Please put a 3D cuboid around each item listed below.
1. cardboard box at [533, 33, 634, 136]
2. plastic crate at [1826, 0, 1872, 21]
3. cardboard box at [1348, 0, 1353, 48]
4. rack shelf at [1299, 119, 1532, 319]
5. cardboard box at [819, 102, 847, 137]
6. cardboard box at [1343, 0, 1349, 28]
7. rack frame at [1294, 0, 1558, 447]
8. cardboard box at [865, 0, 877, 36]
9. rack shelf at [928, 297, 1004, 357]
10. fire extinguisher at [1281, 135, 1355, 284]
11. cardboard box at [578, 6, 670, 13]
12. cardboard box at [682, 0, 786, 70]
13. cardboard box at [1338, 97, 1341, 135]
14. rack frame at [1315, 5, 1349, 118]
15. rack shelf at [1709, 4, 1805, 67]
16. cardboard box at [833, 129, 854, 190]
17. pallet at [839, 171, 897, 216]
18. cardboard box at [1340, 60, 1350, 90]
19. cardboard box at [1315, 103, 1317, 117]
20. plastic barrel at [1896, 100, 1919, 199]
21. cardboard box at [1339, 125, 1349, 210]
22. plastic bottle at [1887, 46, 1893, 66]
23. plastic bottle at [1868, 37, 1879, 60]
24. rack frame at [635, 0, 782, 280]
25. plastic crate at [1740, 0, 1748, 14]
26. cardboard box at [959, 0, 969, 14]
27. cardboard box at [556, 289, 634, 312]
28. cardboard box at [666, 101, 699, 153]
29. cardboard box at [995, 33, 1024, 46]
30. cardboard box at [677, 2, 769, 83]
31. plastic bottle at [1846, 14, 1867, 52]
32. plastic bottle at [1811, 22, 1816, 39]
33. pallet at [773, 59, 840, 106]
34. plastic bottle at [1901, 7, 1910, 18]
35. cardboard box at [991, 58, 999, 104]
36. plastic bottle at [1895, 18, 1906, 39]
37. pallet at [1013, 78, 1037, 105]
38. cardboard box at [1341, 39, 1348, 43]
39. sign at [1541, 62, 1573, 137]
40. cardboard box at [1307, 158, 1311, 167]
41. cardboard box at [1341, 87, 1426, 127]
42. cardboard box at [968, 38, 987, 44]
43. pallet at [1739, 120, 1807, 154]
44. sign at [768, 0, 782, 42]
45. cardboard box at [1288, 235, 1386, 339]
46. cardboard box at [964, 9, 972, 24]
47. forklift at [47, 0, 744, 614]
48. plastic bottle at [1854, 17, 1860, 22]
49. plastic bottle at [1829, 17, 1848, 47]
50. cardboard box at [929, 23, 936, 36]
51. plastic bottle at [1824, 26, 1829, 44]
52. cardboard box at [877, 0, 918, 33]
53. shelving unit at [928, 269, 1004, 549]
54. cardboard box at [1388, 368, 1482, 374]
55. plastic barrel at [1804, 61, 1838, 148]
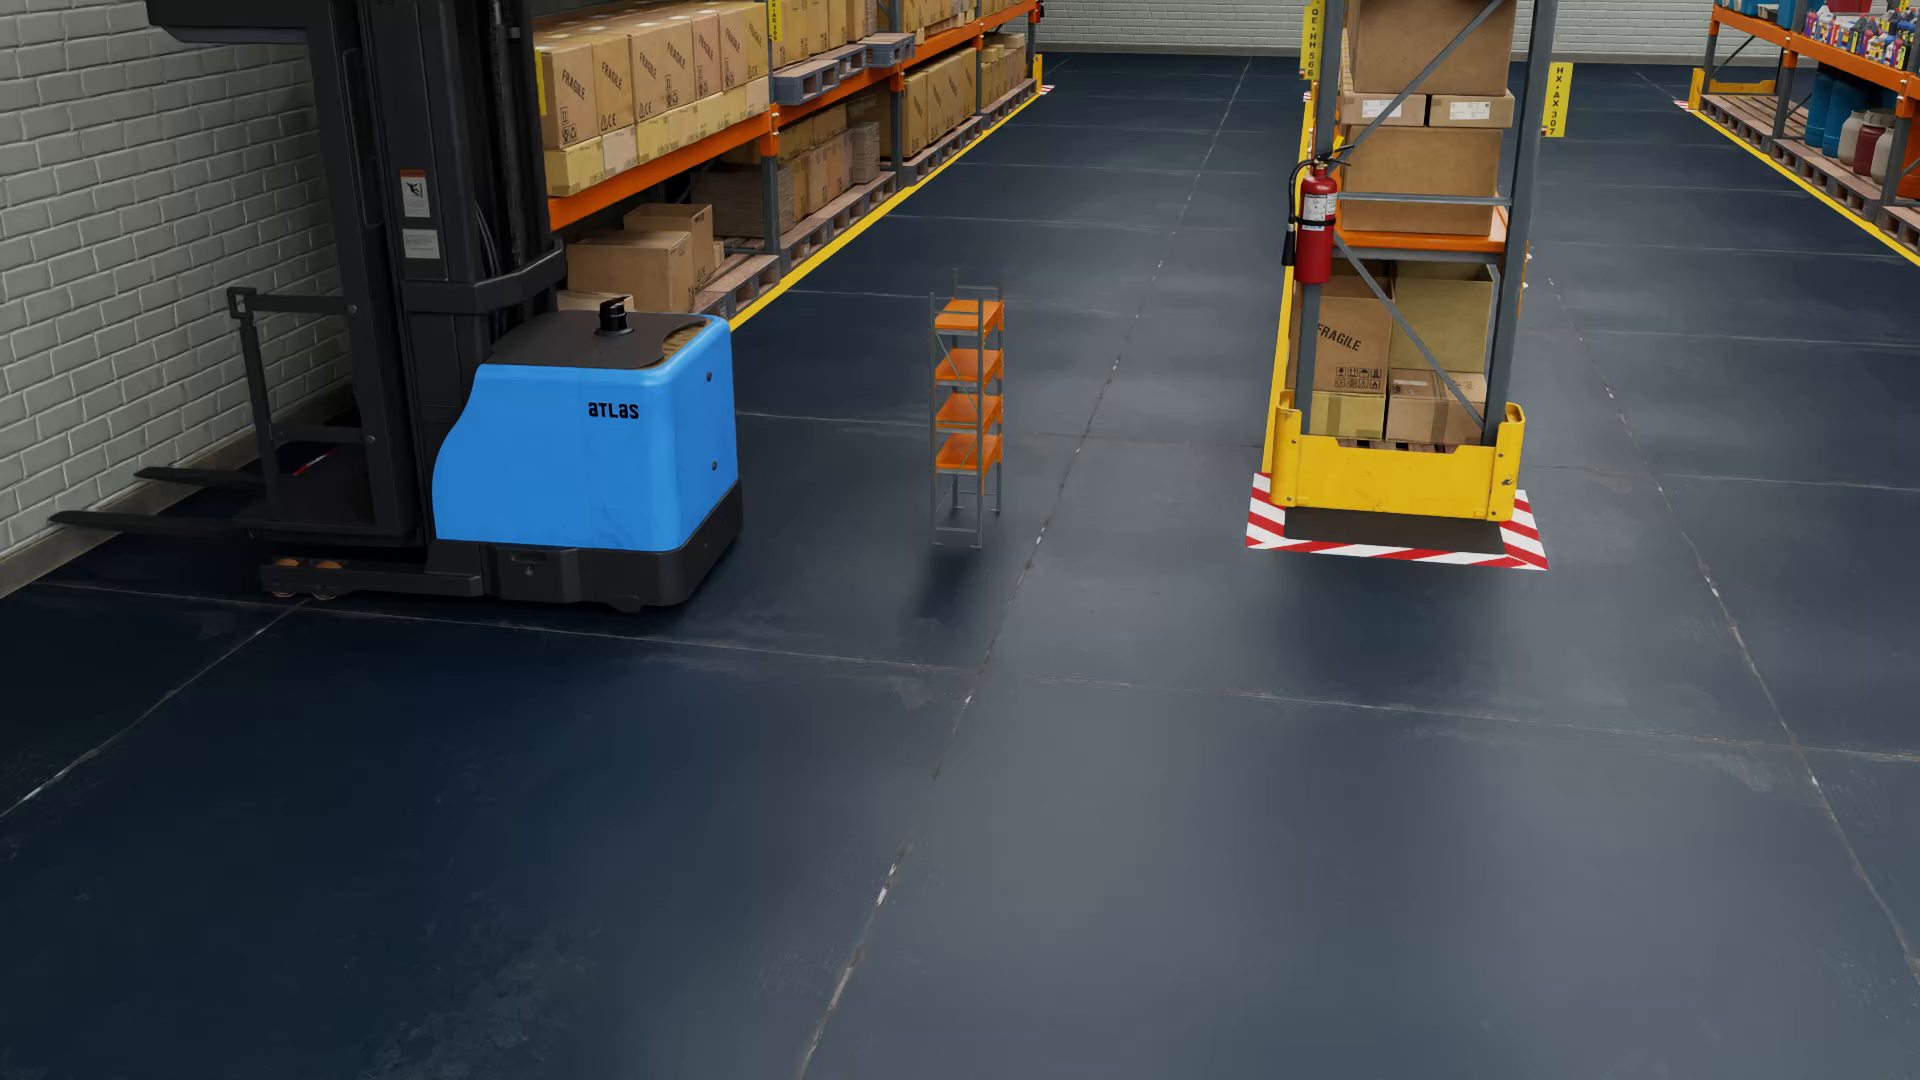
[{"bbox_3d":[-2.197,-2.588,9.435,0.500,0.500,0.500,5,22,11],"label":"cardboard box"},{"bbox_3d":[9.876,-5.967,18.490,0.402,0.464,0.583,4,22,11],"label":"plastic crate"},{"bbox_3d":[2.679,-3.173,9.847,0.700,0.500,0.500,4,22,11],"label":"cardboard box"},{"bbox_3d":[2.560,-1.991,9.744,1.077,0.370,4.000,4,22,11],"label":"rack shelf"},{"bbox_3d":[-1.340,-3.816,15.068,0.500,0.250,0.500,5,22,12],"label":"cardboard box"},{"bbox_3d":[3.802,-4.999,15.554,0.700,0.500,0.500,-3,22,-7],"label":"cardboard box"},{"bbox_3d":[2.151,-1.593,7.793,1.000,3.000,0.127,4,22,11],"label":"rack frame"},{"bbox_3d":[-1.153,-4.973,15.463,0.700,0.500,0.500,2,22,5],"label":"cardboard box"},{"bbox_3d":[0.034,-0.982,7.633,0.258,0.148,0.480,4,22,11],"label":"rack shelf"},{"bbox_3d":[1.673,-1.549,7.788,0.296,0.674,0.183,4,22,11],"label":"fire extinguisher"},{"bbox_3d":[-2.292,-3.375,11.388,0.500,0.500,0.500,4,22,11],"label":"cardboard box"},{"bbox_3d":[-1.745,-3.866,12.715,0.700,0.500,0.500,5,22,11],"label":"cardboard box"},{"bbox_3d":[2.883,-2.939,11.003,0.700,0.500,0.500,4,22,10],"label":"cardboard box"},{"bbox_3d":[3.784,-4.519,15.058,1.000,3.000,0.127,4,22,11],"label":"rack frame"},{"bbox_3d":[9.857,-6.000,19.700,1.077,0.370,4.000,4,22,11],"label":"rack shelf"},{"bbox_3d":[-1.381,-3.493,15.268,0.700,0.500,0.500,4,22,11],"label":"cardboard box"},{"bbox_3d":[-1.227,-3.316,15.804,1.003,0.211,1.213,4,22,11],"label":"pallet"},{"bbox_3d":[2.306,-2.568,9.213,0.380,0.149,0.250,5,22,12],"label":"cardboard box"},{"bbox_3d":[3.952,-4.305,17.284,0.500,0.500,0.500,4,22,9],"label":"cardboard box"},{"bbox_3d":[8.715,-3.508,14.892,0.600,0.830,0.708,4,22,11],"label":"plastic barrel"},{"bbox_3d":[2.362,-2.001,8.674,0.700,0.500,0.500,5,22,12],"label":"cardboard box"},{"bbox_3d":[8.386,-4.353,14.913,0.097,0.201,0.097,0,22,0],"label":"plastic bottle"},{"bbox_3d":[8.505,-4.567,15.444,0.097,0.201,0.097,0,22,0],"label":"plastic bottle"},{"bbox_3d":[-1.883,-3.432,12.360,1.000,3.000,0.127,4,22,11],"label":"rack frame"},{"bbox_3d":[9.623,-6.469,20.044,0.416,0.233,0.300,4,22,11],"label":"plastic crate"},{"bbox_3d":[-0.192,-6.176,18.615,0.500,0.500,0.500,5,22,11],"label":"cardboard box"},{"bbox_3d":[-2.353,-1.381,10.277,0.500,0.311,0.500,6,23,15],"label":"cardboard box"},{"bbox_3d":[-1.981,-2.625,10.529,0.500,0.250,0.500,5,22,11],"label":"cardboard box"},{"bbox_3d":[0.673,-6.832,22.719,0.380,0.149,0.250,4,22,10],"label":"cardboard box"},{"bbox_3d":[-1.676,-3.523,11.756,0.500,0.500,0.500,4,22,11],"label":"cardboard box"},{"bbox_3d":[8.669,-4.887,16.038,0.144,0.351,0.185,4,22,11],"label":"plastic bottle"},{"bbox_3d":[8.923,-5.316,17.305,0.097,0.201,0.097,0,22,0],"label":"plastic bottle"},{"bbox_3d":[-1.584,-3.611,13.062,1.003,0.211,1.213,4,22,11],"label":"pallet"},{"bbox_3d":[9.581,-5.219,16.862,0.144,0.351,0.185,4,22,11],"label":"plastic bottle"},{"bbox_3d":[0.109,-5.842,21.128,0.700,0.500,0.500,4,22,10],"label":"cardboard box"},{"bbox_3d":[9.381,-5.059,16.571,0.097,0.271,0.097,0,22,0],"label":"plastic bottle"},{"bbox_3d":[0.479,-6.229,23.037,1.003,0.211,1.213,4,22,11],"label":"pallet"},{"bbox_3d":[2.569,-3.037,10.378,0.380,0.149,0.250,4,22,10],"label":"cardboard box"},{"bbox_3d":[2.694,-1.987,7.506,0.100,0.325,0.005,4,22,11],"label":"sign"},{"bbox_3d":[3.080,-2.962,13.560,0.500,0.311,0.500,4,22,10],"label":"cardboard box"},{"bbox_3d":[2.043,-2.094,8.037,0.380,0.149,0.250,4,22,10],"label":"cardboard box"},{"bbox_3d":[0.146,-6.584,22.103,0.380,0.149,0.250,5,22,12],"label":"cardboard box"},{"bbox_3d":[9.560,-4.581,18.945,1.003,0.211,1.213,4,22,11],"label":"pallet"},{"bbox_3d":[-1.350,-3.795,12.102,0.100,0.325,0.005,4,22,11],"label":"sign"},{"bbox_3d":[2.159,-1.446,9.543,0.500,0.500,0.500,4,22,11],"label":"cardboard box"},{"bbox_3d":[-0.070,-6.011,19.074,0.380,0.149,0.250,5,22,12],"label":"cardboard box"},{"bbox_3d":[-2.583,-1.289,7.132,3.031,2.935,1.130,3,22,8],"label":"forklift"},{"bbox_3d":[8.941,-5.055,16.555,0.152,0.276,0.135,4,22,11],"label":"plastic bottle"},{"bbox_3d":[8.792,-5.066,16.584,0.152,0.276,0.135,4,22,11],"label":"plastic bottle"},{"bbox_3d":[-0.470,-5.452,17.686,0.380,0.149,0.250,5,22,11],"label":"cardboard box"},{"bbox_3d":[8.816,-5.125,16.829,0.097,0.201,0.097,0,22,0],"label":"plastic bottle"},{"bbox_3d":[-0.717,-5.247,16.307,0.500,0.500,0.500,5,22,13],"label":"cardboard box"},{"bbox_3d":[0.034,-0.617,7.780,0.258,1.200,0.503,4,22,11],"label":"shelving unit"},{"bbox_3d":[2.577,-0.875,9.128,0.500,0.250,0.500,4,22,11],"label":"cardboard box"},{"bbox_3d":[9.321,-4.626,17.572,0.600,0.901,0.708,4,22,11],"label":"plastic barrel"}]
